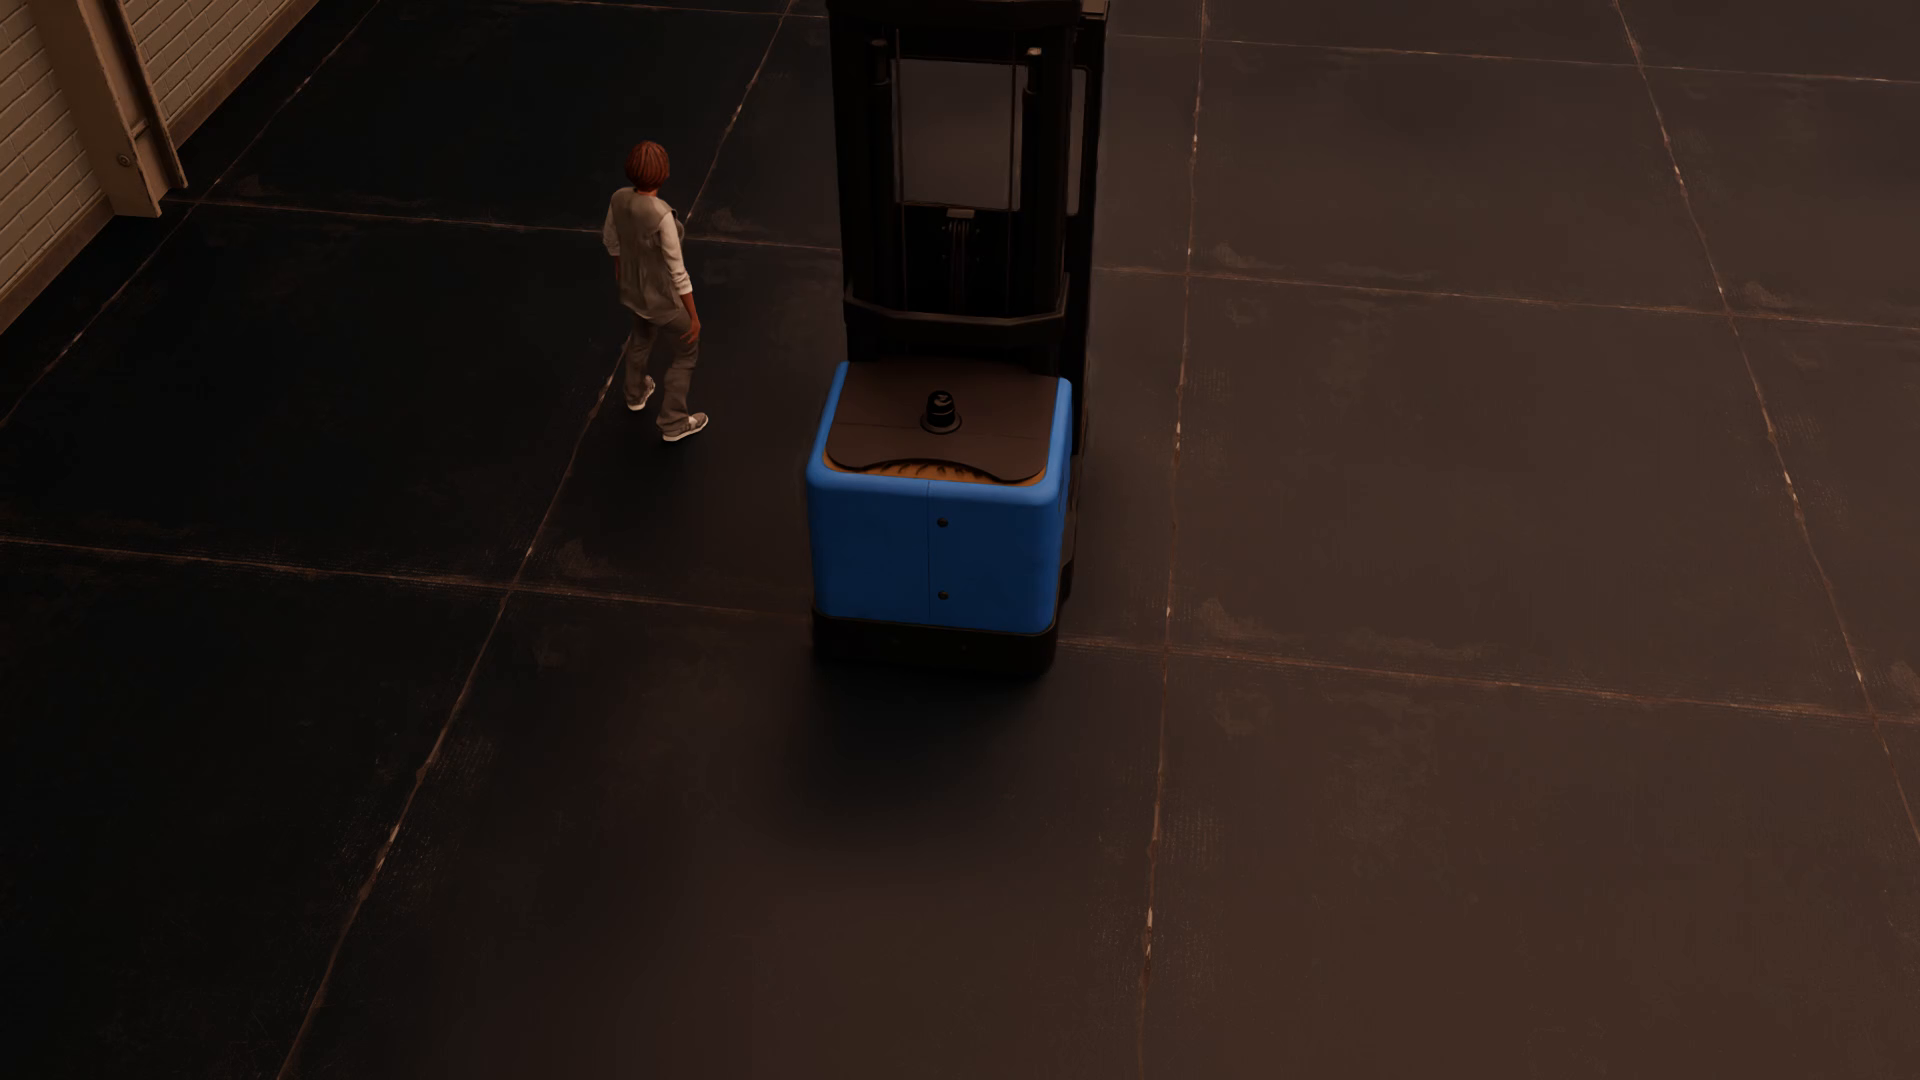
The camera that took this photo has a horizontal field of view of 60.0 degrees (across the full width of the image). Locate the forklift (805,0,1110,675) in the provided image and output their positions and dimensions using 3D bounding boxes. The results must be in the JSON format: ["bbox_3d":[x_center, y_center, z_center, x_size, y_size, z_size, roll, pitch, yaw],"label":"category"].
[{"bbox_3d":[0.060,-1.498,7.355,1.130,2.935,3.031,5,43,5],"label":"forklift"}]

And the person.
[{"bbox_3d":[-1.482,-1.191,8.029,0.687,1.572,0.339,28,49,27],"label":"person"}]
